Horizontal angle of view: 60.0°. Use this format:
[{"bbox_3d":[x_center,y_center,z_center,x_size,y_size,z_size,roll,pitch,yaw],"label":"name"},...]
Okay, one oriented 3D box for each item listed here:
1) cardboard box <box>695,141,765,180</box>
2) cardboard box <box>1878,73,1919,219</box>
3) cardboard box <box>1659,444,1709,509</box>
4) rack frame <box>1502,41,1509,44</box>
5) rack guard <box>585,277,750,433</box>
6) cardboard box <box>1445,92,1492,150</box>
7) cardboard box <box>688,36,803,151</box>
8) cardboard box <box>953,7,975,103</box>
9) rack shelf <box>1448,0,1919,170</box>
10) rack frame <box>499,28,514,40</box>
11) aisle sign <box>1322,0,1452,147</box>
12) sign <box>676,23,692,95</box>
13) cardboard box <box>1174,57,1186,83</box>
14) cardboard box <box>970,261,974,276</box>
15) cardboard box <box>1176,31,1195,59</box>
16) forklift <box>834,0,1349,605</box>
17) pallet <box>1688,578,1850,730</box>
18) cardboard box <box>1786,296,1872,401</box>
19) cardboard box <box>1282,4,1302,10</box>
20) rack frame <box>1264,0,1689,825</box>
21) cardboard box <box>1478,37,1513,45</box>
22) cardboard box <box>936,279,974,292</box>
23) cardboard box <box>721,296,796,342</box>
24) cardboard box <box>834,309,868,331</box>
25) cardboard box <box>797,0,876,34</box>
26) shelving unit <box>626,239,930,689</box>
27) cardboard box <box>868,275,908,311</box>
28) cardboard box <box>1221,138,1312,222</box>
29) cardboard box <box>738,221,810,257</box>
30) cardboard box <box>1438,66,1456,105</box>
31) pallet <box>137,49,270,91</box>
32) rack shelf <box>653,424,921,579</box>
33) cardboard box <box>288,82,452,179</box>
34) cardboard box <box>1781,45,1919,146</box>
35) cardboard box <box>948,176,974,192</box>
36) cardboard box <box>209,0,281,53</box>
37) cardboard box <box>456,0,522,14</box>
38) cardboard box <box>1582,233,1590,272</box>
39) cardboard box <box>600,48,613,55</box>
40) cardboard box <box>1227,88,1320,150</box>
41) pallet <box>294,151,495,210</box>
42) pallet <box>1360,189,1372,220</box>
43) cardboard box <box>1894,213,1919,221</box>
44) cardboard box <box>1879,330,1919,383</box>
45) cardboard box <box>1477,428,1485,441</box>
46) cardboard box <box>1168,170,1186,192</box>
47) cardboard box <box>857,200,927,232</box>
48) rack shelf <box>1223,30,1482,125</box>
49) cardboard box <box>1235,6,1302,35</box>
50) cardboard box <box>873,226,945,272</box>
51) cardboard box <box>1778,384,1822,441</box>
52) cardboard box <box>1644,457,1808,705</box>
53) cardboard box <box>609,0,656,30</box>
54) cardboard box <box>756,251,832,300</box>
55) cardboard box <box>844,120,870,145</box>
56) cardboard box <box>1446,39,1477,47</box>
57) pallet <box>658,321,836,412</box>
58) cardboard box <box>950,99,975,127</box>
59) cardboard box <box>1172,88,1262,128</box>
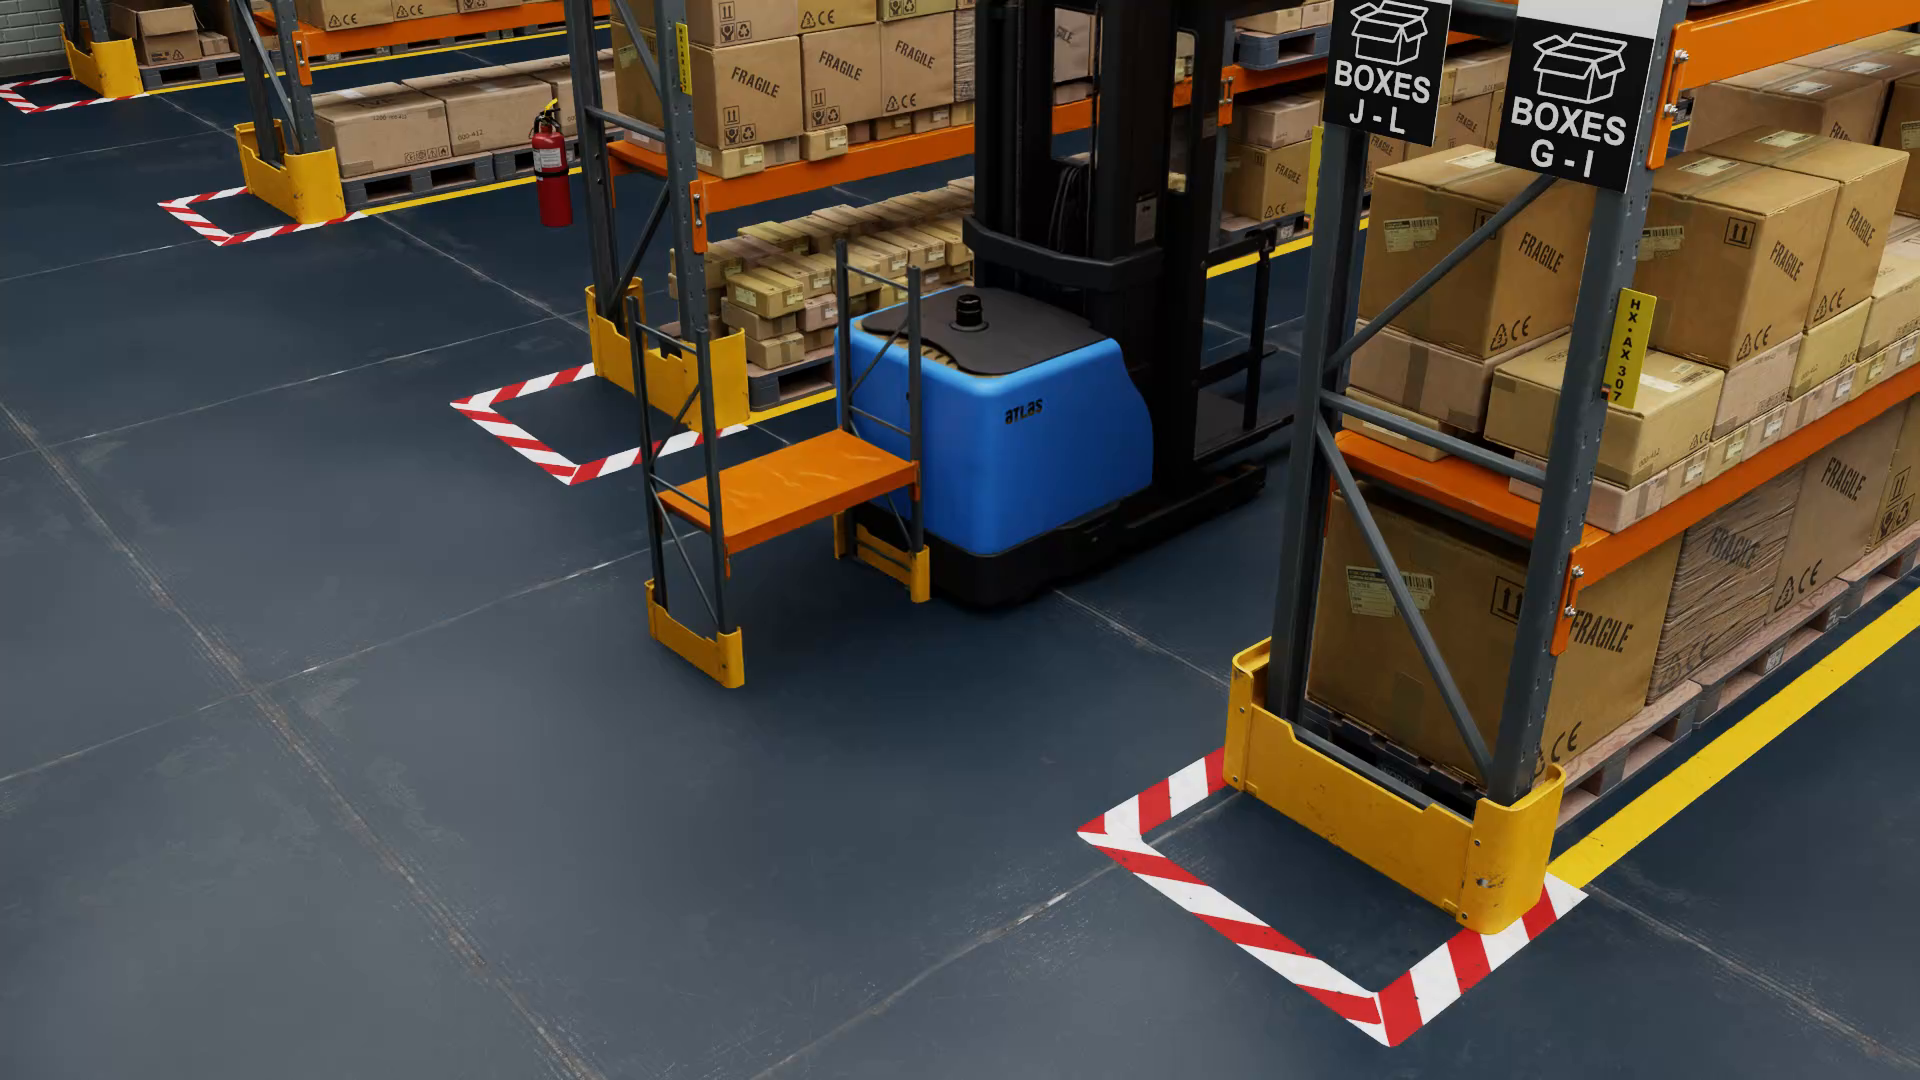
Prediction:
[{"bbox_3d":[-1.216,-1.985,8.548,0.250,0.149,0.380,-22,35,-35],"label":"cardboard box"},{"bbox_3d":[3.950,-1.536,6.490,0.500,0.500,0.500,-21,35,-34],"label":"cardboard box"},{"bbox_3d":[2.146,-0.263,5.327,0.250,0.149,0.380,-22,35,-36],"label":"cardboard box"},{"bbox_3d":[4.411,-4.562,13.103,0.127,3.000,1.000,-22,35,-35],"label":"rack frame"},{"bbox_3d":[-1.618,-1.035,9.156,0.348,0.500,1.175,-22,35,-35],"label":"rack guard"},{"bbox_3d":[3.682,-3.192,12.746,0.500,0.500,0.500,-20,34,-33],"label":"cardboard box"},{"bbox_3d":[-1.154,-2.328,8.502,0.500,0.500,0.500,-20,34,-33],"label":"cardboard box"},{"bbox_3d":[0.001,-2.804,9.393,0.500,0.500,0.500,-23,36,-36],"label":"cardboard box"},{"bbox_3d":[2.989,-1.922,5.745,4.000,0.370,1.077,-22,35,-35],"label":"rack shelf"},{"bbox_3d":[-5.147,-6.860,17.405,0.127,3.000,1.000,-22,35,-35],"label":"rack frame"},{"bbox_3d":[1.218,-1.537,4.685,0.004,0.787,0.394,-22,35,-35],"label":"aisle sign"},{"bbox_3d":[-1.323,-2.301,7.956,0.005,0.325,0.100,-22,35,-35],"label":"sign"},{"bbox_3d":[1.177,-2.938,10.331,0.250,0.149,0.380,-23,36,-36],"label":"cardboard box"},{"bbox_3d":[0.061,-1.743,10.093,0.250,0.149,0.380,-20,34,-33],"label":"cardboard box"},{"bbox_3d":[1.183,-3.264,10.253,0.500,0.500,0.500,-22,35,-35],"label":"cardboard box"},{"bbox_3d":[0.859,-1.595,7.624,3.031,2.935,1.130,-24,36,-37],"label":"forklift"},{"bbox_3d":[2.952,0.281,7.000,1.213,0.211,1.003,-22,35,-35],"label":"pallet"},{"bbox_3d":[2.783,-0.734,5.784,0.500,0.250,0.500,-23,36,-36],"label":"cardboard box"},{"bbox_3d":[1.966,-3.499,10.620,0.250,0.149,0.380,-21,35,-34],"label":"cardboard box"},{"bbox_3d":[1.467,-0.305,5.138,0.127,3.000,1.000,-22,35,-35],"label":"rack frame"},{"bbox_3d":[4.932,-3.909,13.823,0.750,0.750,1.050,-22,35,-36],"label":"cardboard box"},{"bbox_3d":[-0.095,-1.472,9.900,0.250,0.149,0.380,-24,36,-37],"label":"cardboard box"},{"bbox_3d":[-1.110,-1.241,9.154,0.250,0.149,0.380,-20,34,-33],"label":"cardboard box"},{"bbox_3d":[-0.739,-1.275,9.533,0.250,0.149,0.380,-21,35,-34],"label":"cardboard box"},{"bbox_3d":[-0.782,-2.929,8.566,0.500,0.500,0.500,-21,34,-34],"label":"cardboard box"},{"bbox_3d":[-0.718,-0.335,6.786,1.083,1.500,0.587,-24,36,-37],"label":"shelving unit"},{"bbox_3d":[-0.471,-1.451,9.547,0.250,0.149,0.380,-21,34,-33],"label":"cardboard box"},{"bbox_3d":[2.102,-2.552,11.549,0.500,0.500,0.500,-20,34,-33],"label":"cardboard box"},{"bbox_3d":[-1.094,-1.738,9.768,0.250,0.149,0.380,-23,36,-36],"label":"cardboard box"},{"bbox_3d":[3.287,-3.364,12.272,0.500,0.250,0.500,-21,35,-34],"label":"cardboard box"},{"bbox_3d":[-7.526,-4.674,16.273,1.213,0.211,1.003,-22,35,-35],"label":"pallet"},{"bbox_3d":[-0.711,-0.179,6.876,1.000,0.185,0.538,-24,36,-37],"label":"rack shelf"},{"bbox_3d":[-4.528,-3.151,12.737,0.875,0.438,0.875,-23,36,-37],"label":"cardboard box"},{"bbox_3d":[3.600,-1.722,6.837,0.500,0.500,0.500,-22,35,-35],"label":"cardboard box"},{"bbox_3d":[0.132,-2.202,10.637,0.250,0.149,0.380,-21,35,-34],"label":"cardboard box"},{"bbox_3d":[-6.987,-5.120,16.355,0.500,0.500,0.700,-20,34,-33],"label":"cardboard box"},{"bbox_3d":[-3.648,-4.260,12.433,0.500,0.500,0.500,-22,35,-35],"label":"cardboard box"},{"bbox_3d":[2.437,-0.924,6.140,0.500,0.250,0.500,-23,36,-37],"label":"cardboard box"},{"bbox_3d":[-2.469,-3.983,14.294,0.875,0.438,0.875,-22,35,-36],"label":"cardboard box"},{"bbox_3d":[2.101,-2.883,11.373,0.500,0.250,0.500,-24,36,-37],"label":"cardboard box"},{"bbox_3d":[-4.408,-2.901,12.954,1.213,0.211,1.003,-22,35,-35],"label":"pallet"},{"bbox_3d":[2.888,-2.722,12.619,1.213,0.211,1.003,-22,35,-35],"label":"pallet"},{"bbox_3d":[3.952,-1.205,6.666,0.500,0.250,0.500,-21,34,-33],"label":"cardboard box"},{"bbox_3d":[3.319,-0.736,6.212,0.250,0.149,0.380,-21,35,-34],"label":"cardboard box"},{"bbox_3d":[1.721,-0.501,5.772,0.250,0.149,0.380,-21,35,-34],"label":"cardboard box"},{"bbox_3d":[1.266,-2.326,10.868,0.250,0.149,0.380,-21,34,-34],"label":"cardboard box"},{"bbox_3d":[-0.415,-1.938,10.142,0.250,0.149,0.380,-23,36,-36],"label":"cardboard box"},{"bbox_3d":[2.889,-3.632,12.128,4.000,0.370,1.077,-22,35,-35],"label":"rack shelf"},{"bbox_3d":[1.966,-3.368,10.690,0.250,0.149,0.380,-24,36,-37],"label":"cardboard box"},{"bbox_3d":[-0.298,-1.689,9.675,0.250,0.149,0.380,-20,34,-33],"label":"cardboard box"},{"bbox_3d":[2.732,-0.499,5.768,0.250,0.149,0.380,-23,36,-36],"label":"cardboard box"},{"bbox_3d":[2.594,-0.056,6.481,0.875,0.875,0.875,-22,35,-35],"label":"cardboard box"},{"bbox_3d":[-1.489,-2.960,8.623,0.500,0.500,0.500,-23,36,-36],"label":"cardboard box"},{"bbox_3d":[-0.925,-1.470,9.267,0.250,0.149,0.380,-21,35,-34],"label":"cardboard box"},{"bbox_3d":[-0.702,-2.269,9.080,0.250,0.149,0.380,-20,34,-33],"label":"cardboard box"},{"bbox_3d":[3.729,-3.851,13.184,0.500,0.250,0.500,-24,36,-37],"label":"cardboard box"},{"bbox_3d":[-0.977,-1.143,9.666,1.213,0.211,1.003,-22,35,-35],"label":"pallet"},{"bbox_3d":[-0.062,-2.480,9.476,0.250,0.149,0.380,-20,34,-33],"label":"cardboard box"},{"bbox_3d":[1.770,-3.070,11.723,0.500,0.250,0.500,-23,36,-36],"label":"cardboard box"}]
